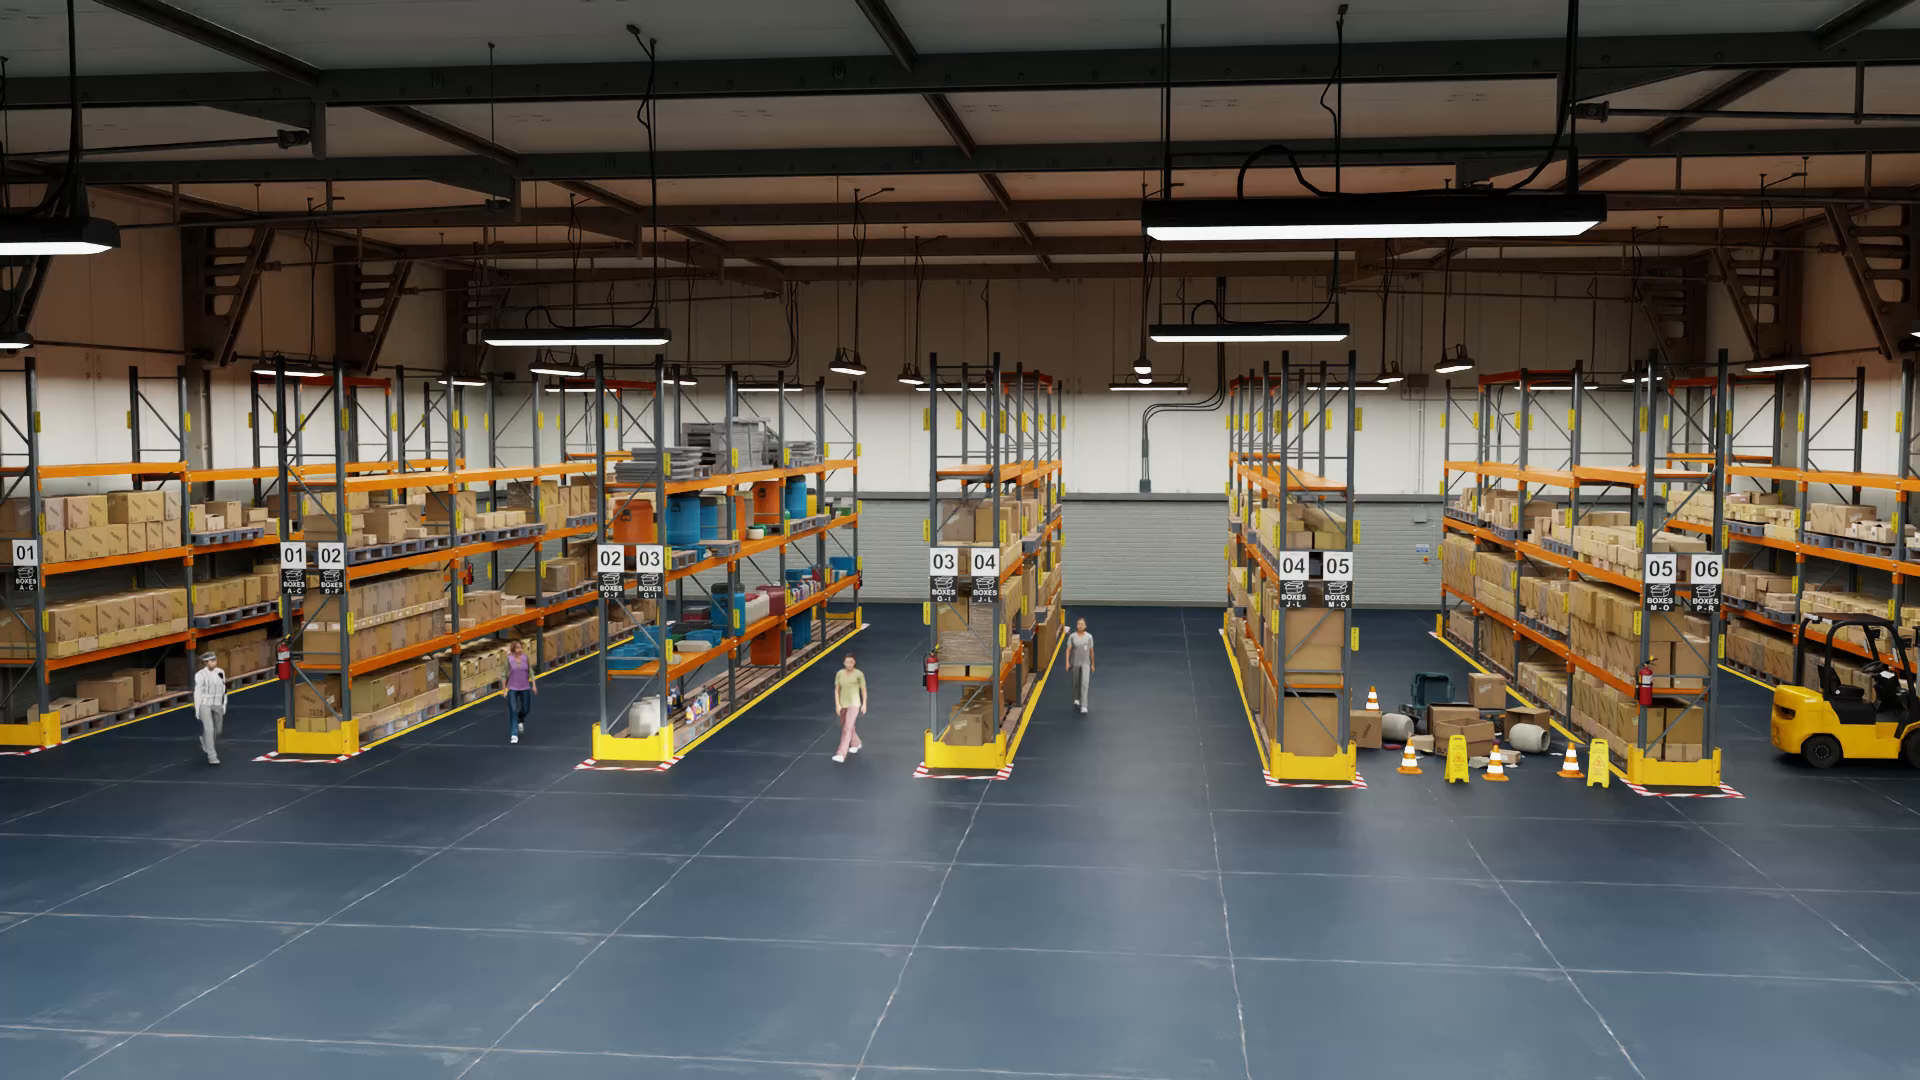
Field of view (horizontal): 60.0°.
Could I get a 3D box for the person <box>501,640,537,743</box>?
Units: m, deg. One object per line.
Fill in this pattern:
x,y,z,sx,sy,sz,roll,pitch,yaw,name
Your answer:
-6.940,2.352,26.161,0.543,1.583,0.674,-1,4,-19,person

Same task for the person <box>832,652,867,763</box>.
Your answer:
-1.665,2.452,24.641,0.438,1.586,1.123,1,4,20,person

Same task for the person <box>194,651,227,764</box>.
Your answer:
-11.090,2.433,24.570,0.849,1.635,0.488,4,5,42,person

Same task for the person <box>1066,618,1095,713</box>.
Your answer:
2.081,2.148,28.809,0.501,1.610,1.082,0,4,4,person
